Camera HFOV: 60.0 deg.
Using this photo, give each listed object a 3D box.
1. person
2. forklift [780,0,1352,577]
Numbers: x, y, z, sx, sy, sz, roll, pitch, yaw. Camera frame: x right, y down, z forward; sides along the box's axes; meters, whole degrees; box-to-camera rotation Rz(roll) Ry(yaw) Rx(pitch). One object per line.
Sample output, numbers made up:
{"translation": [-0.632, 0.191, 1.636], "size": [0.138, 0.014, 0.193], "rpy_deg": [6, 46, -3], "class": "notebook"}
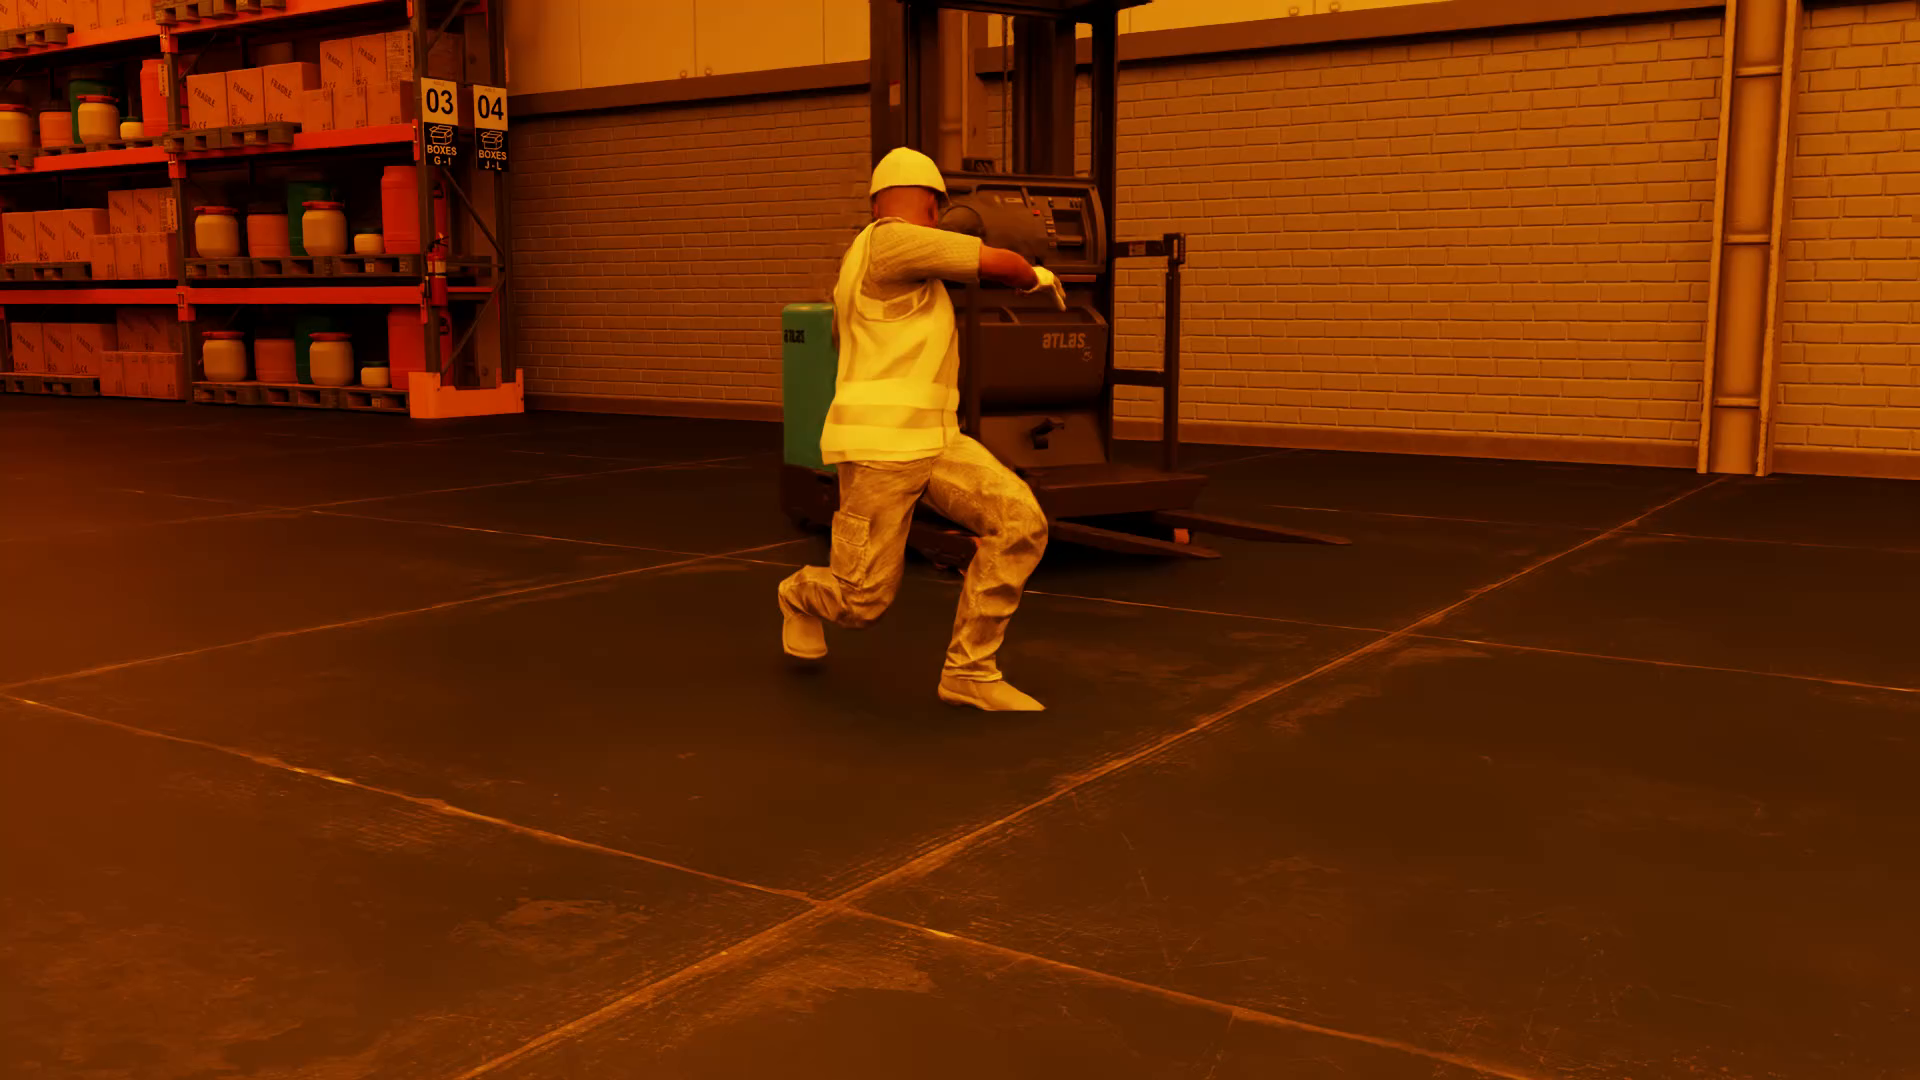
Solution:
{"translation": [-0.113, -0.324, 4.696], "size": [0.969, 1.535, 0.781], "rpy_deg": [5, 9, 30], "class": "person"}
{"translation": [0.331, -1.378, 6.885], "size": [1.130, 2.935, 3.031], "rpy_deg": [-5, 9, -31], "class": "forklift"}
